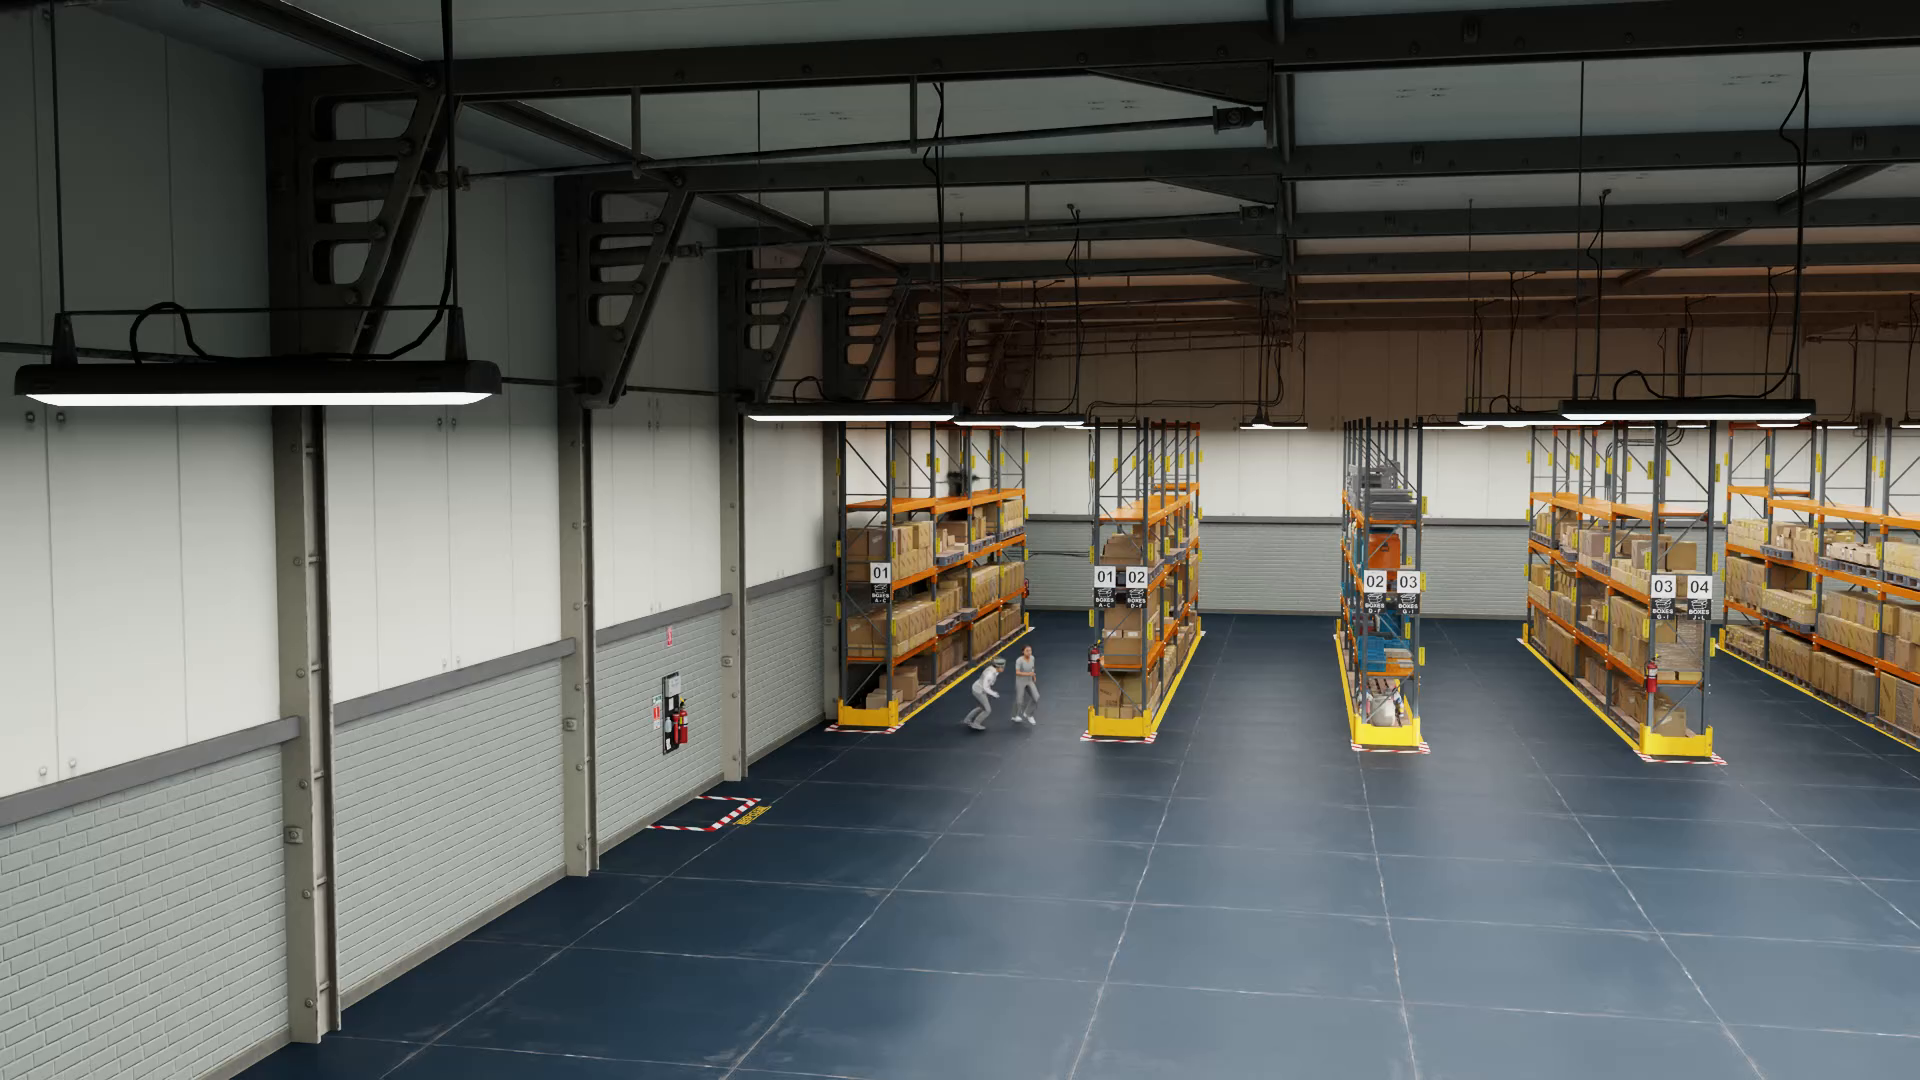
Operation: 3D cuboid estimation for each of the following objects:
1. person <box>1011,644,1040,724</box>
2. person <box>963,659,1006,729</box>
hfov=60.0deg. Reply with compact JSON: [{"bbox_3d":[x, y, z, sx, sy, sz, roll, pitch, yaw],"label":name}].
[{"bbox_3d":[1.278,2.812,32.521,0.564,1.593,0.922,-2,4,-25],"label":"person"},{"bbox_3d":[0.461,2.961,31.927,0.888,1.404,0.622,1,4,12],"label":"person"}]
